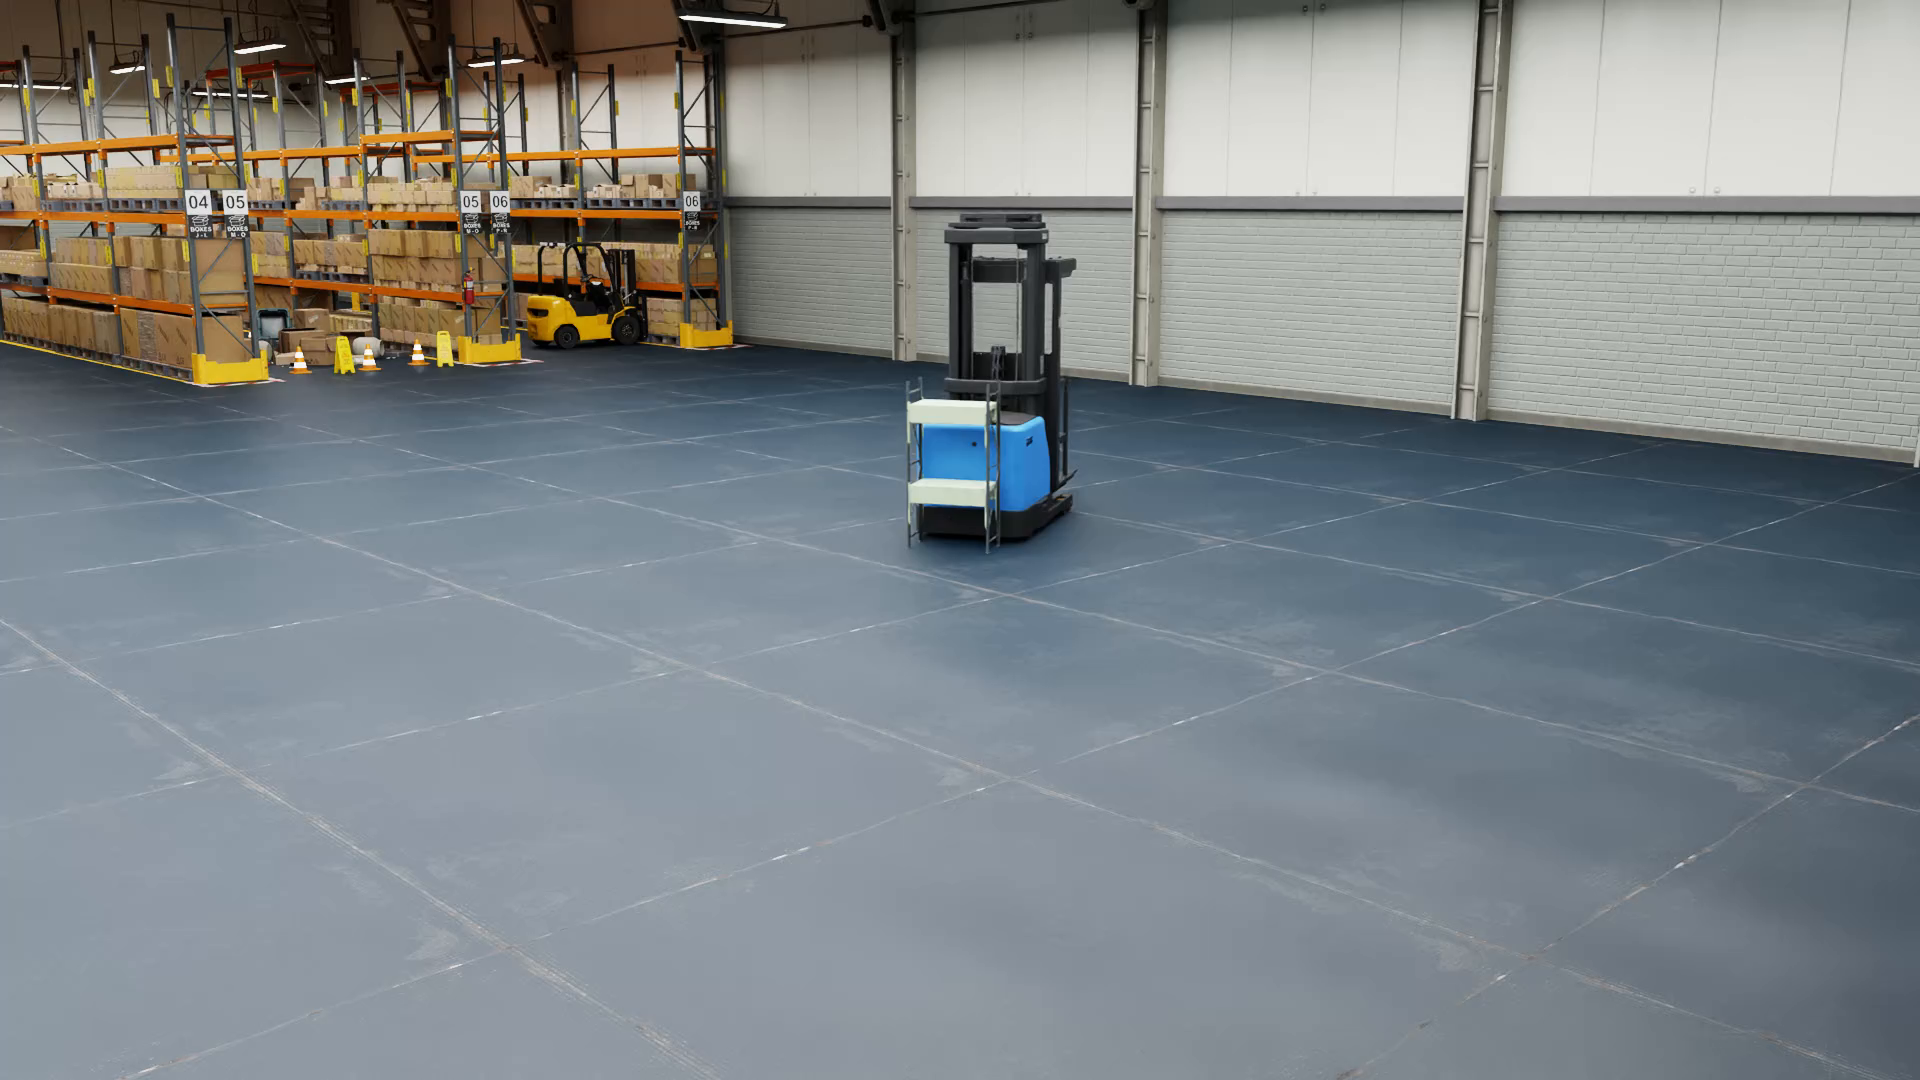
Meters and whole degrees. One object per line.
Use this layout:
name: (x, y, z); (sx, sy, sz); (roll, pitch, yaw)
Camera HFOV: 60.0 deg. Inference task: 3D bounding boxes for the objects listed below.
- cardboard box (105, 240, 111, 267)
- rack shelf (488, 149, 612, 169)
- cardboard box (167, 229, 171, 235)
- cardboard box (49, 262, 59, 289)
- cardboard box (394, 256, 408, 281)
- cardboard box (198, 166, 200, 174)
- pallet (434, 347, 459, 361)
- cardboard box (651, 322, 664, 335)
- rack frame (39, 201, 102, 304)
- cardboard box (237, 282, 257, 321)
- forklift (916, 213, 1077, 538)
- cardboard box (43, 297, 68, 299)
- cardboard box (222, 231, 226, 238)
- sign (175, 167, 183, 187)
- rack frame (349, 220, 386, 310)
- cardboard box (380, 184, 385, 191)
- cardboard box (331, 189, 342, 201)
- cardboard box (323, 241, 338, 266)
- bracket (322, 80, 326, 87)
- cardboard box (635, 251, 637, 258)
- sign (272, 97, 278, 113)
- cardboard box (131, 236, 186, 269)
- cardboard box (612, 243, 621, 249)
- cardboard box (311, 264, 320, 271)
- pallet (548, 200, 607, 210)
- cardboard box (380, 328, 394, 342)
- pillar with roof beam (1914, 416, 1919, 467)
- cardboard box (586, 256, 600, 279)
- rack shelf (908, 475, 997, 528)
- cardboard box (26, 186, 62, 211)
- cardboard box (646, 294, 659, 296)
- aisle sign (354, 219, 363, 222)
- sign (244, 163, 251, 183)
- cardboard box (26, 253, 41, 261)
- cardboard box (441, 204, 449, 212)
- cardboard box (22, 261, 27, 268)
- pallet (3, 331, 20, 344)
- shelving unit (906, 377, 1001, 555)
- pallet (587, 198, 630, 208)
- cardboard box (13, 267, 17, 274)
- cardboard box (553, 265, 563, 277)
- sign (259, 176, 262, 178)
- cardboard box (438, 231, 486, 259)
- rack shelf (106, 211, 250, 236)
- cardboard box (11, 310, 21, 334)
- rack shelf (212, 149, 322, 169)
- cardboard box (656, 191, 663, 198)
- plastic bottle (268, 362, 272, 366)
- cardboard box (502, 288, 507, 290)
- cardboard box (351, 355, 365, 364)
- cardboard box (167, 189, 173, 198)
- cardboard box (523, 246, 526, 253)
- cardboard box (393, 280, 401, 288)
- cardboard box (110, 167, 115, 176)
cardboard box: (-15.586, -5.387, 31.239); (0.700, 0.500, 0.500); (-11, 16, -44)
rack shelf: (-9.523, -8.856, 38.707); (1.077, 0.370, 4.000); (-11, 16, -43)
cardboard box: (-19.890, -7.662, 42.279); (0.500, 0.500, 0.500); (-11, 16, -44)
cardboard box: (-17.887, -5.307, 33.325); (0.500, 0.500, 0.500); (-11, 16, -42)
cardboard box: (-10.926, -5.428, 33.178); (0.500, 0.500, 0.500); (-11, 16, -43)
cardboard box: (-13.000, -6.389, 28.749); (0.380, 0.149, 0.250); (-11, 16, -42)
pallet: (-9.554, -3.667, 32.523); (1.003, 0.211, 1.213); (-11, 16, -43)
cardboard box: (-6.269, -4.547, 35.662); (0.500, 0.250, 0.500); (-11, 16, -43)
rack frame: (-18.001, -5.361, 33.836); (1.000, 3.000, 0.127); (-11, 16, -43)
cardboard box: (-16.767, -5.735, 39.876); (0.875, 0.875, 0.875); (-10, 15, -41)
forklift: (0.499, -1.705, 16.261); (1.130, 2.935, 3.031); (3, 12, 16)
cardboard box: (-19.346, -5.068, 35.709); (0.500, 0.250, 0.500); (11, 16, 43)
cardboard box: (-17.158, -7.083, 39.472); (0.500, 0.500, 0.500); (-11, 16, -42)
sign: (-12.879, -5.984, 27.428); (0.100, 0.325, 0.005); (-11, 16, -43)
rack frame: (-16.428, -7.925, 46.283); (1.000, 3.000, 0.127); (-11, 16, -43)
cardboard box: (-11.371, -7.053, 33.263); (0.250, 0.149, 0.380); (11, 16, 43)
cardboard box: (-12.934, -7.297, 35.132); (0.500, 0.250, 0.500); (-11, 16, -42)
cardboard box: (-13.271, -6.142, 35.602); (0.500, 0.500, 0.500); (11, 16, 43)
bracket: (-18.182, -13.156, 47.888); (0.235, 0.232, 0.430); (-11, 16, -43)
cardboard box: (-6.832, -6.201, 36.059); (0.380, 0.149, 0.250); (-11, 16, -43)
sign: (-14.890, -9.461, 36.162); (0.100, 0.325, 0.005); (-11, 16, -43)
cardboard box: (-14.272, -5.159, 29.807); (0.875, 0.550, 0.550); (-11, 16, -43)
cardboard box: (-7.405, -6.451, 36.534); (0.380, 0.149, 0.250); (-11, 16, -43)
cardboard box: (-13.900, -5.939, 36.226); (0.380, 0.149, 0.250); (-11, 16, -42)
pallet: (-8.760, -7.676, 38.115); (1.217, 0.209, 0.805); (11, 16, 43)
cardboard box: (-11.517, -4.217, 34.057); (0.500, 0.250, 0.500); (11, 16, 43)
pillar with roof beam: (8.252, -4.653, 15.533); (9.100, 9.000, 0.400); (-11, 16, -43)
cardboard box: (-8.024, -6.122, 37.281); (0.500, 0.500, 0.500); (11, 16, 44)
rack shelf: (-0.057, -0.347, 14.833); (0.720, 0.370, 0.431); (3, 12, 16)
cardboard box: (-18.580, -6.927, 33.756); (0.500, 0.500, 0.500); (-11, 16, -43)
cardboard box: (-6.961, -5.330, 36.982); (0.500, 0.250, 0.500); (-11, 16, -42)
aisle sign: (-16.688, -9.167, 45.870); (0.394, 0.787, 0.004); (-11, 16, -43)
sign: (-12.071, -6.206, 28.141); (0.100, 0.325, 0.005); (-11, 16, -43)
cardboard box: (-18.843, -5.779, 33.976); (0.380, 0.149, 0.250); (-11, 16, -43)
cardboard box: (-9.611, -6.289, 31.529); (0.380, 0.149, 0.250); (-11, 16, -42)
cardboard box: (-19.041, -5.674, 34.204); (0.380, 0.149, 0.250); (-10, 16, -41)
pallet: (-20.225, -4.465, 36.400); (1.003, 0.211, 1.213); (-11, 16, -43)
shelving unit: (-0.057, -0.666, 14.768); (0.755, 1.500, 0.431); (3, 12, 16)
pallet: (-7.534, -7.479, 36.902); (1.003, 0.211, 1.213); (-11, 16, -43)
cardboard box: (-19.557, -5.639, 34.770); (0.380, 0.149, 0.250); (-10, 15, -41)
cardboard box: (-9.030, -6.210, 38.330); (0.500, 0.250, 0.500); (-11, 16, -43)
sign: (-16.868, -8.603, 40.077); (0.100, 0.325, 0.005); (-11, 16, -43)
cardboard box: (-9.477, -5.626, 31.662); (0.500, 0.500, 0.700); (11, 16, 44)
rack shelf: (-13.858, -5.602, 29.356); (1.077, 0.370, 4.000); (-11, 16, -43)
cardboard box: (-20.079, -4.704, 35.803); (0.500, 0.500, 0.500); (-10, 15, -40)
rack shelf: (-15.872, -8.747, 38.180); (1.077, 0.370, 4.000); (-11, 16, -43)
cardboard box: (-6.171, -7.269, 35.000); (0.250, 0.149, 0.380); (11, 16, 44)
plastic bottle: (-12.966, -3.273, 30.986); (0.133, 0.061, 0.283); (6, 13, 26)
cardboard box: (-11.202, -6.219, 41.547); (0.380, 0.149, 0.250); (-10, 15, -41)
cardboard box: (-11.332, -3.411, 31.438); (0.380, 0.149, 0.250); (-3, 12, -13)
cardboard box: (-13.125, -5.832, 28.025); (0.380, 0.149, 0.250); (-11, 16, -42)
cardboard box: (-10.131, -6.895, 39.428); (0.380, 0.149, 0.250); (-11, 16, -42)
cardboard box: (-11.180, -5.163, 33.497); (0.380, 0.149, 0.250); (-10, 15, -41)
cardboard box: (-15.056, -6.631, 29.924); (0.380, 0.149, 0.250); (-11, 16, -43)
